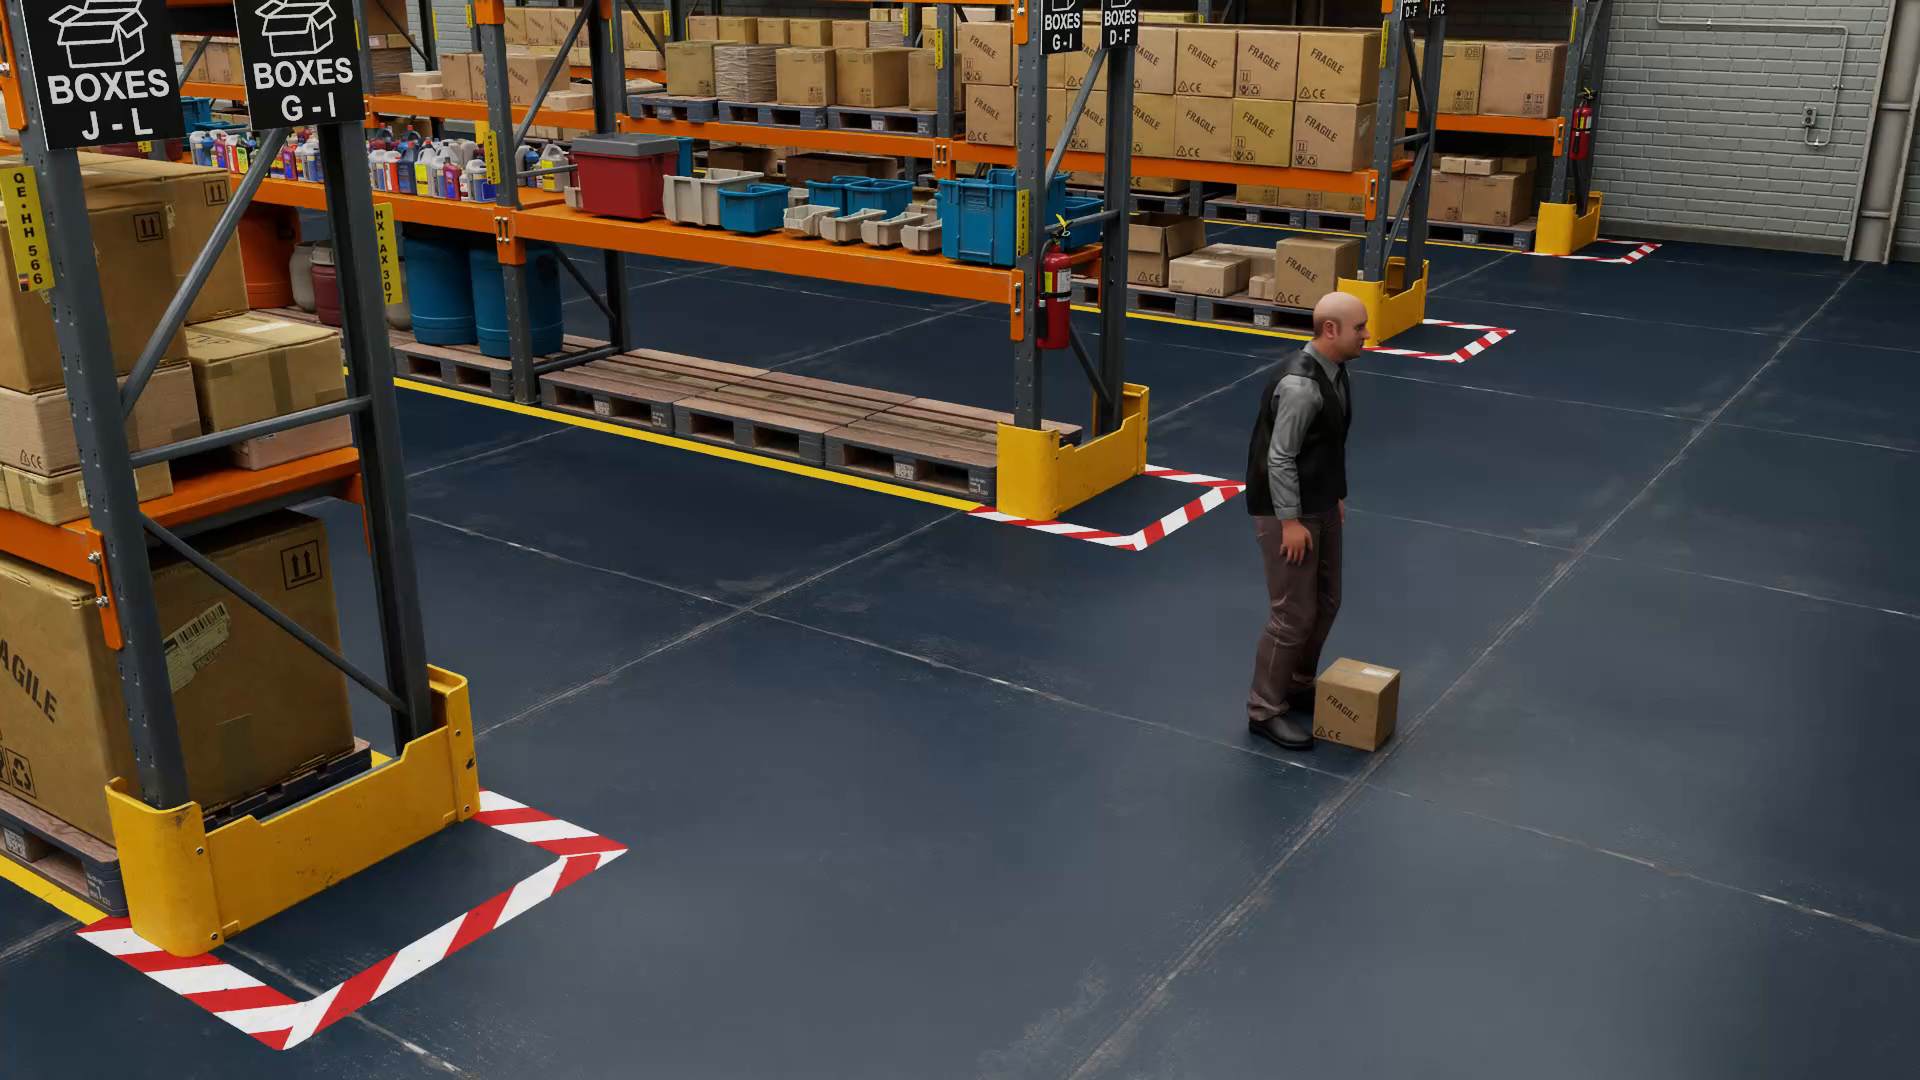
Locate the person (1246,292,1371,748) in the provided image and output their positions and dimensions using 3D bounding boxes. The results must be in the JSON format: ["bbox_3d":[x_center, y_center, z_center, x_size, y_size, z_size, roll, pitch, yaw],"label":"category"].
[{"bbox_3d":[1.318,-0.105,6.401,0.423,1.721,0.593,11,23,29],"label":"person"}]
